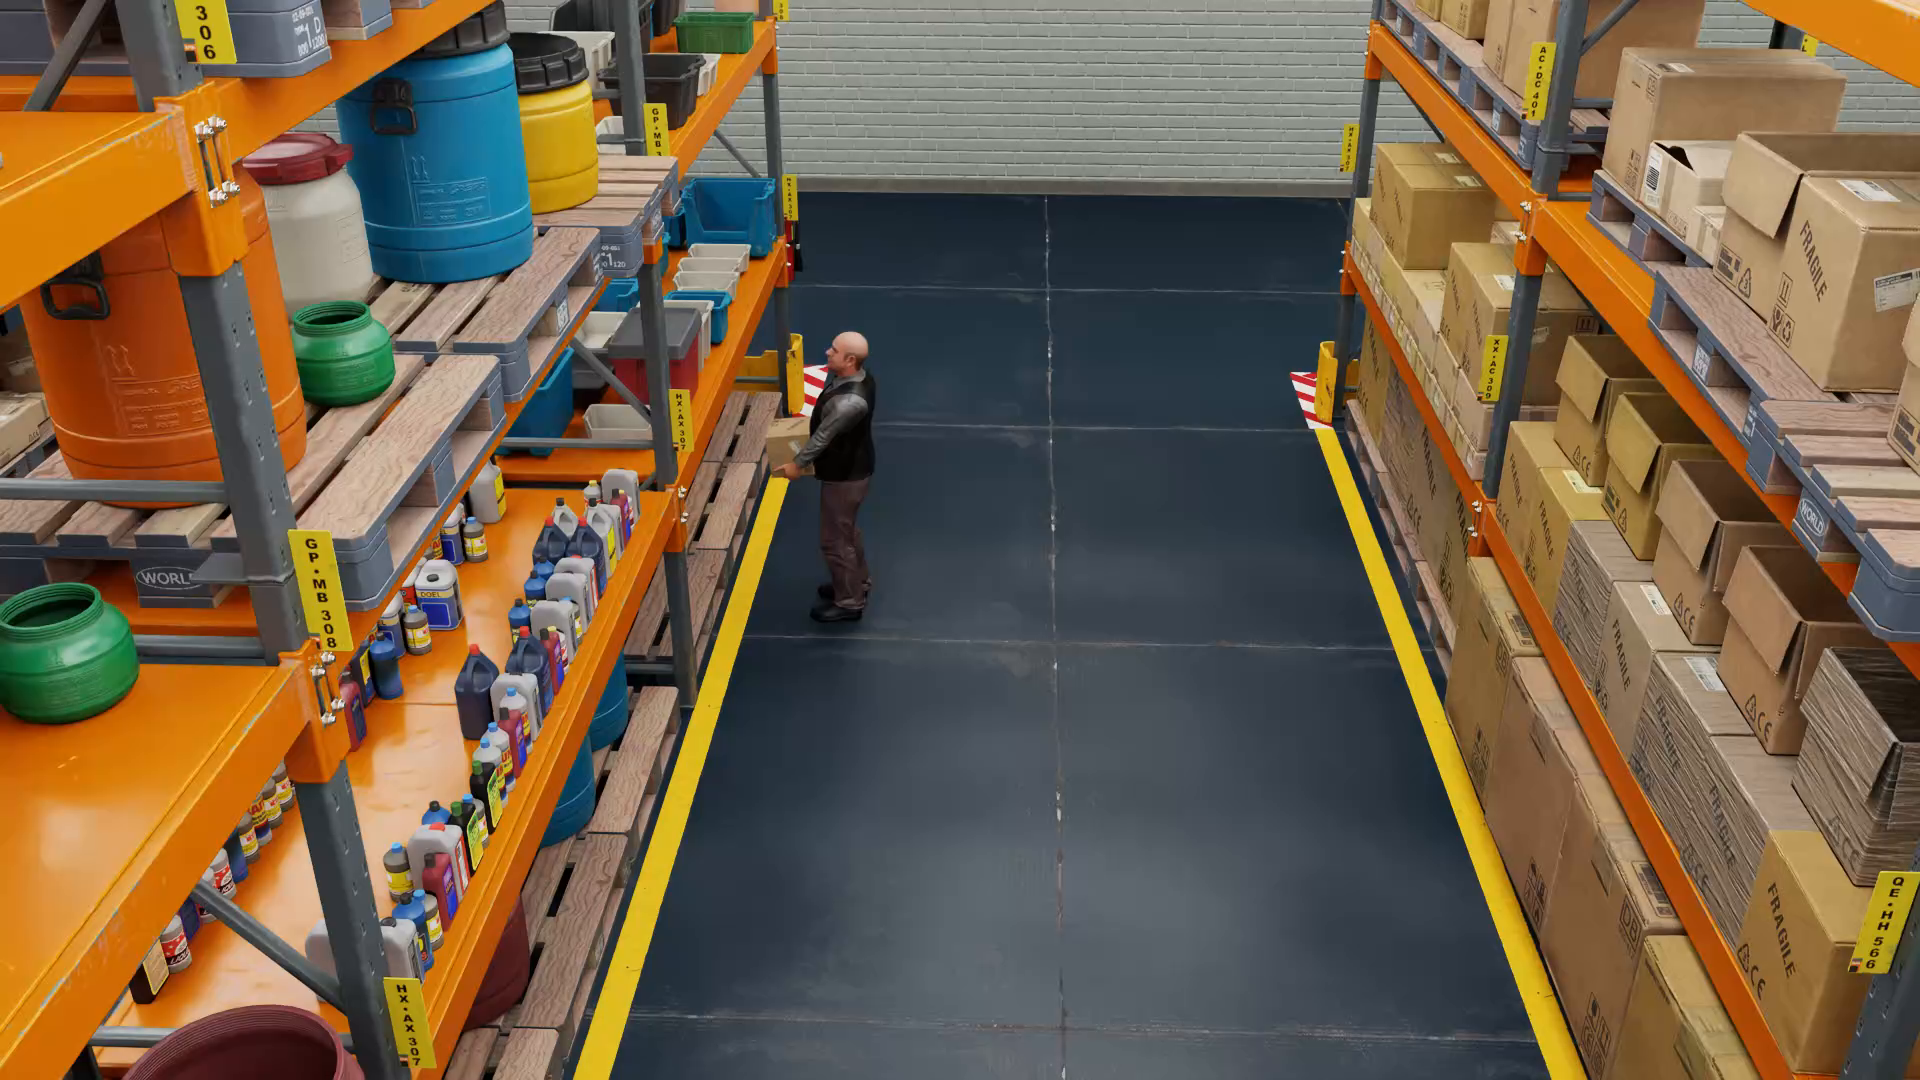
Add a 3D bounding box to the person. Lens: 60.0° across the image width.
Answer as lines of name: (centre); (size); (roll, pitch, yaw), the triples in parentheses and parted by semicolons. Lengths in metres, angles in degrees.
person: (-0.652, -0.366, 9.342); (0.428, 1.719, 0.577); (0, 28, 0)
